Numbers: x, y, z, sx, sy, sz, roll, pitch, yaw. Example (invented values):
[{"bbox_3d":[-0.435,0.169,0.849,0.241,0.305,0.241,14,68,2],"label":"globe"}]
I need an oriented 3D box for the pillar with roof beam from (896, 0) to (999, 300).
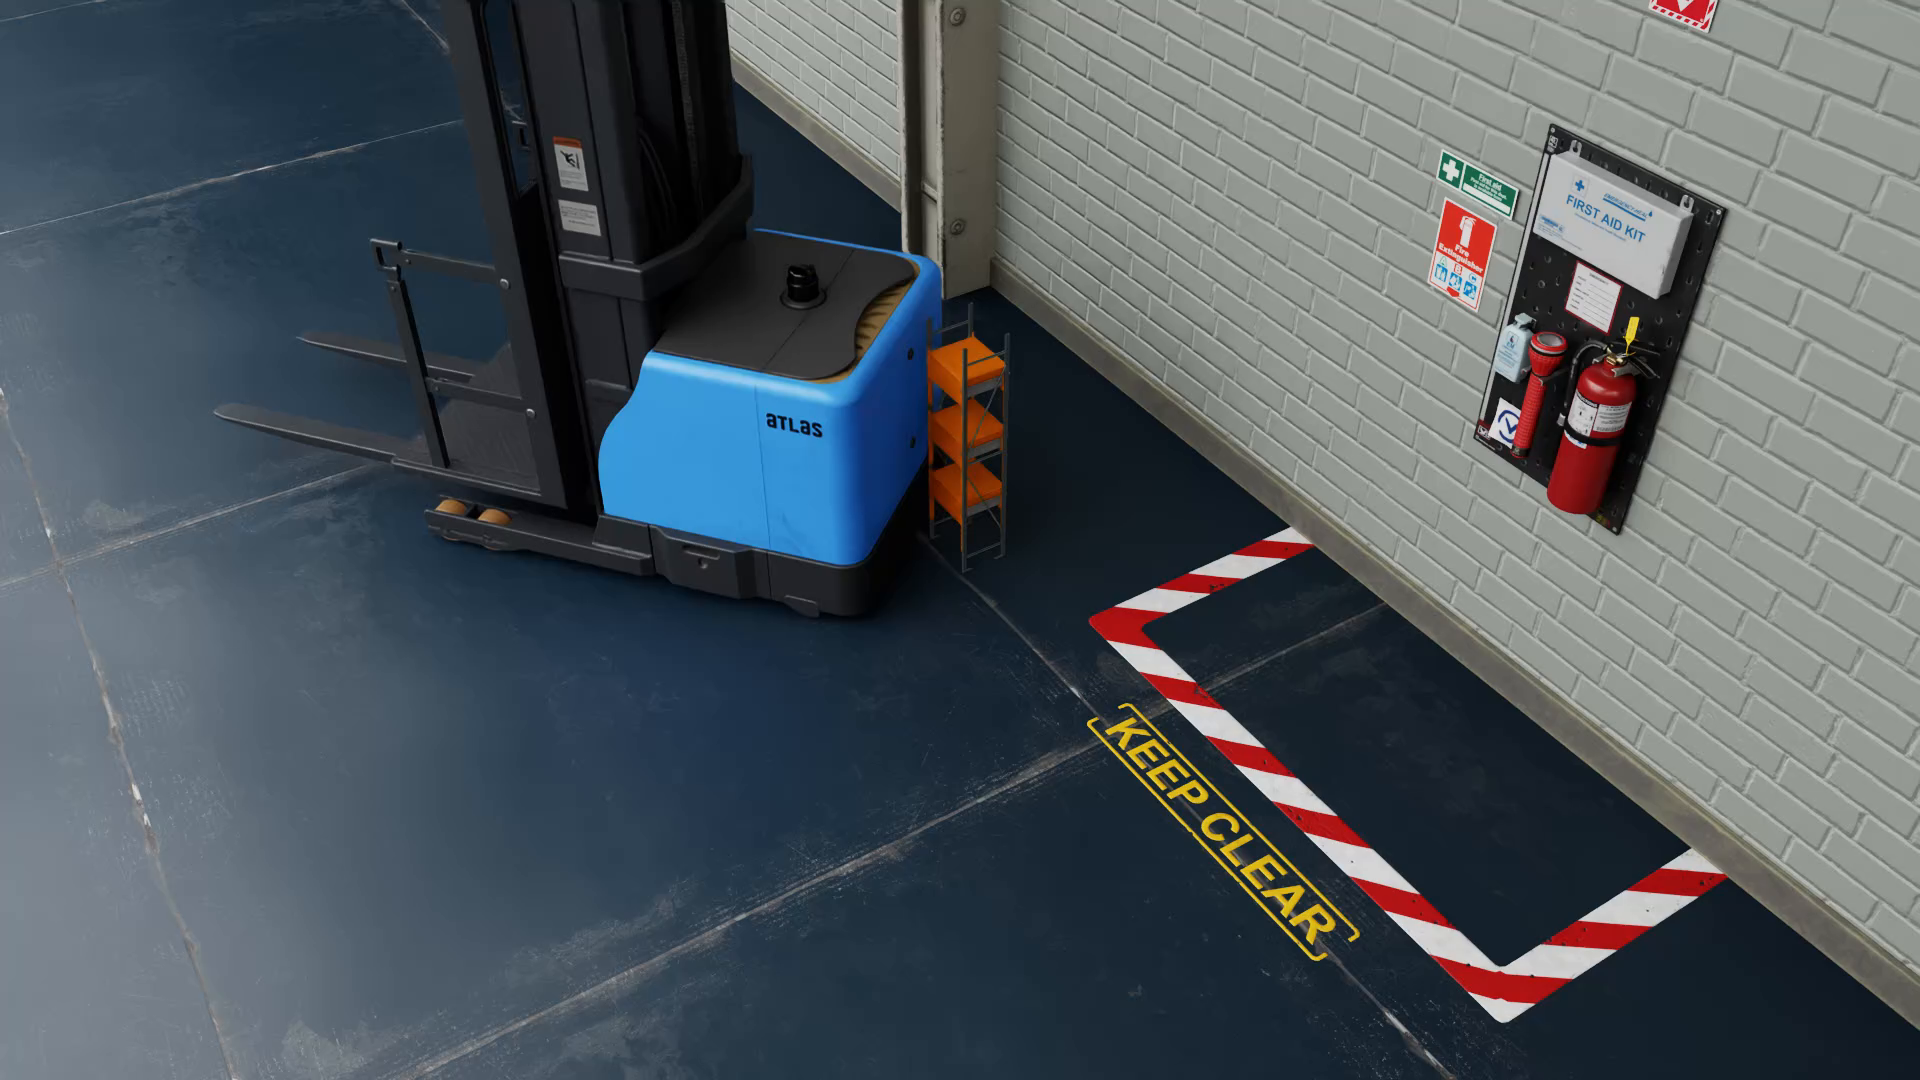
[{"bbox_3d":[-3.687,-3.311,3.694,9.100,9.000,0.400,-22,45,-24],"label":"pillar with roof beam"}]

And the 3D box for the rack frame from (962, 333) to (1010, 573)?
[{"bbox_3d":[0.094,-0.309,6.300,0.200,1.050,0.008,-22,45,-24],"label":"rack frame"}]

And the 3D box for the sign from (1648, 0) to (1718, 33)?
[{"bbox_3d":[1.952,-1.526,4.427,0.001,0.298,0.199,-22,45,-24],"label":"sign"}]

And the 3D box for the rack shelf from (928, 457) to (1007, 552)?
[{"bbox_3d":[0.029,-0.153,6.564,0.215,0.259,0.240,-22,45,-24],"label":"rack shelf"}]

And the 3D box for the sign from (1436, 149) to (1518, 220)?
[{"bbox_3d":[1.656,-1.143,5.336,0.001,0.109,0.331,-22,45,-24],"label":"sign"}]

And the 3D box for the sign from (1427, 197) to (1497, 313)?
[{"bbox_3d":[1.661,-0.945,5.513,0.001,0.329,0.234,-22,45,-24],"label":"sign"}]

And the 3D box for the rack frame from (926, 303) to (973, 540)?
[{"bbox_3d":[-0.037,-0.440,6.458,0.200,1.050,0.008,-22,45,-24],"label":"rack frame"}]

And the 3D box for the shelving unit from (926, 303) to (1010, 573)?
[{"bbox_3d":[0.029,-0.374,6.379,0.215,1.050,0.252,-22,45,-24],"label":"shelving unit"}]

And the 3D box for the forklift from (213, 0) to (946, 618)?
[{"bbox_3d":[-1.631,-1.391,6.129,3.031,2.935,1.130,12,41,14],"label":"forklift"}]

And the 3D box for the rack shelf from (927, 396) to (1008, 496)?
[{"bbox_3d":[0.029,-0.366,6.386,0.215,0.259,0.240,-22,45,-24],"label":"rack shelf"}]

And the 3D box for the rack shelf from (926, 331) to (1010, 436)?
[{"bbox_3d":[0.029,-0.584,6.204,0.215,0.259,0.240,-22,45,-24],"label":"rack shelf"}]

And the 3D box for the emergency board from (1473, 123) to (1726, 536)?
[{"bbox_3d":[1.872,-0.597,5.123,0.194,1.169,0.643,-22,45,-24],"label":"emergency board"}]

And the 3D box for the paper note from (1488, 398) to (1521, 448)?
[{"bbox_3d":[1.835,-0.378,5.548,0.016,0.148,0.142,-22,45,-24],"label":"paper note"}]
